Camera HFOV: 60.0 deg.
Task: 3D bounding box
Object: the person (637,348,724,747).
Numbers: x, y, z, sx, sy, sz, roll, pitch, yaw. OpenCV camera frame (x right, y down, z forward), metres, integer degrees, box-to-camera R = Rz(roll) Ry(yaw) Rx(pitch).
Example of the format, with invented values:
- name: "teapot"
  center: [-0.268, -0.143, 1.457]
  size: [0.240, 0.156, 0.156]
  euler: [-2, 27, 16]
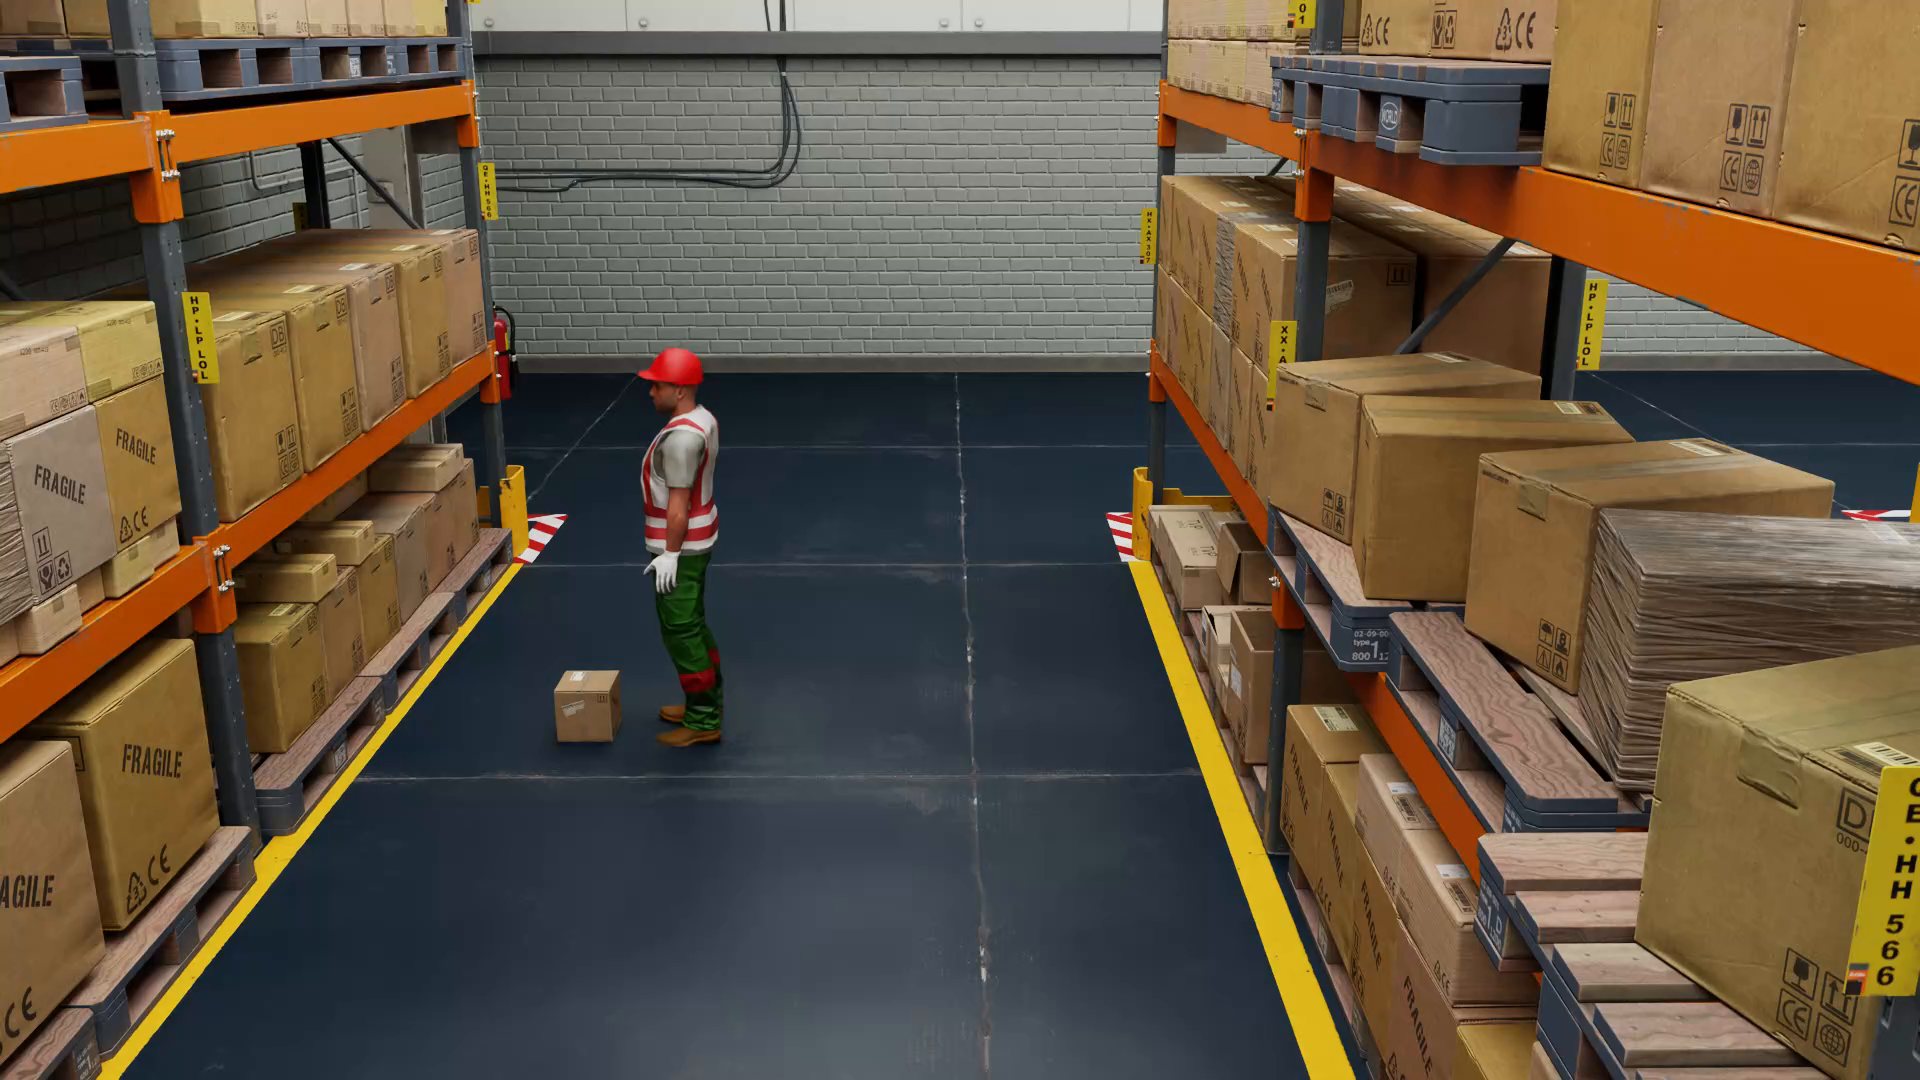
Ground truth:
- name: "person"
  center: [-1.239, 0.036, 7.415]
  size: [0.346, 1.799, 0.525]
  euler: [0, 17, 0]
